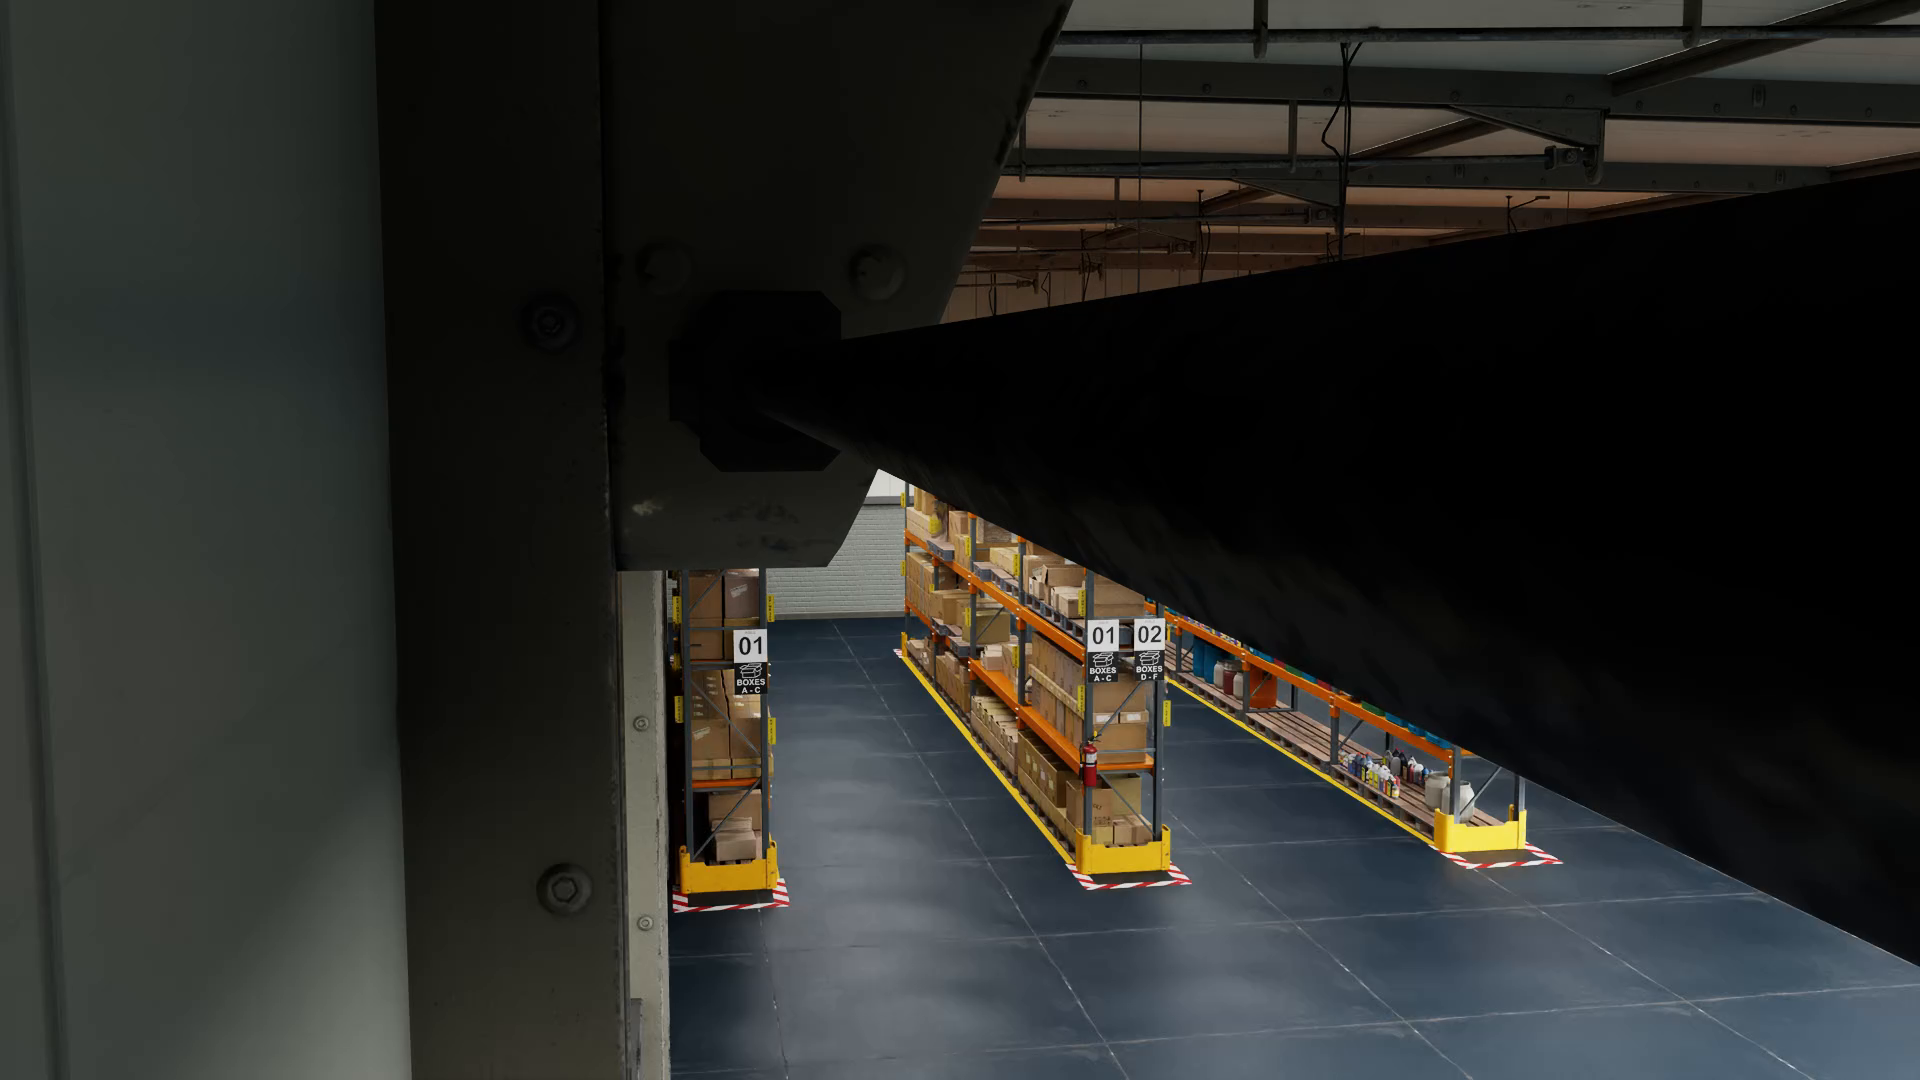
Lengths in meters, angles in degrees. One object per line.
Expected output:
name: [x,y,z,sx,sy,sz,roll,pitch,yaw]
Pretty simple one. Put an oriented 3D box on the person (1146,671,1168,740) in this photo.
person: [3.324,2.630,28.265,0.532,1.550,0.559,-2,6,-18]
